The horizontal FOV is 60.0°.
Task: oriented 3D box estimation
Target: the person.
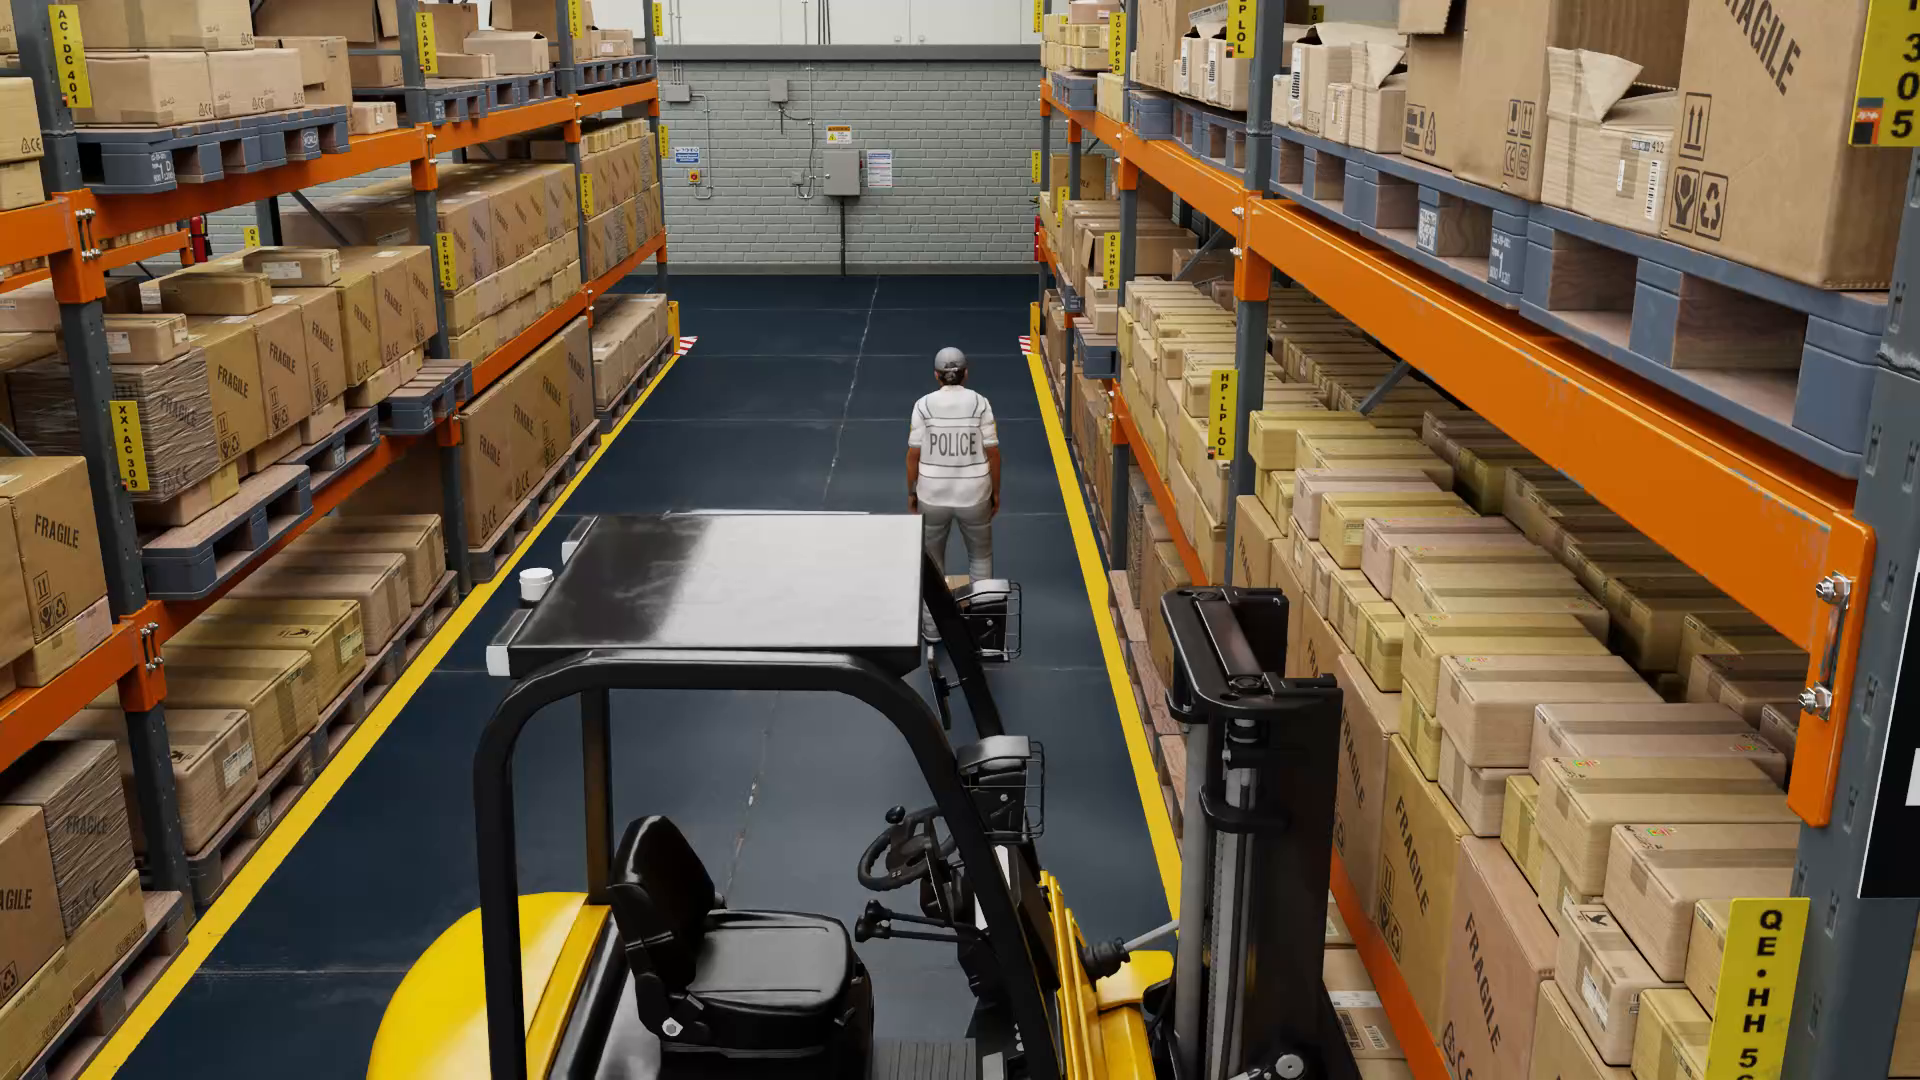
[{"bbox_3d":[-0.027,-0.246,9.326,0.539,1.667,0.465,0,17,0],"label":"person"}]
